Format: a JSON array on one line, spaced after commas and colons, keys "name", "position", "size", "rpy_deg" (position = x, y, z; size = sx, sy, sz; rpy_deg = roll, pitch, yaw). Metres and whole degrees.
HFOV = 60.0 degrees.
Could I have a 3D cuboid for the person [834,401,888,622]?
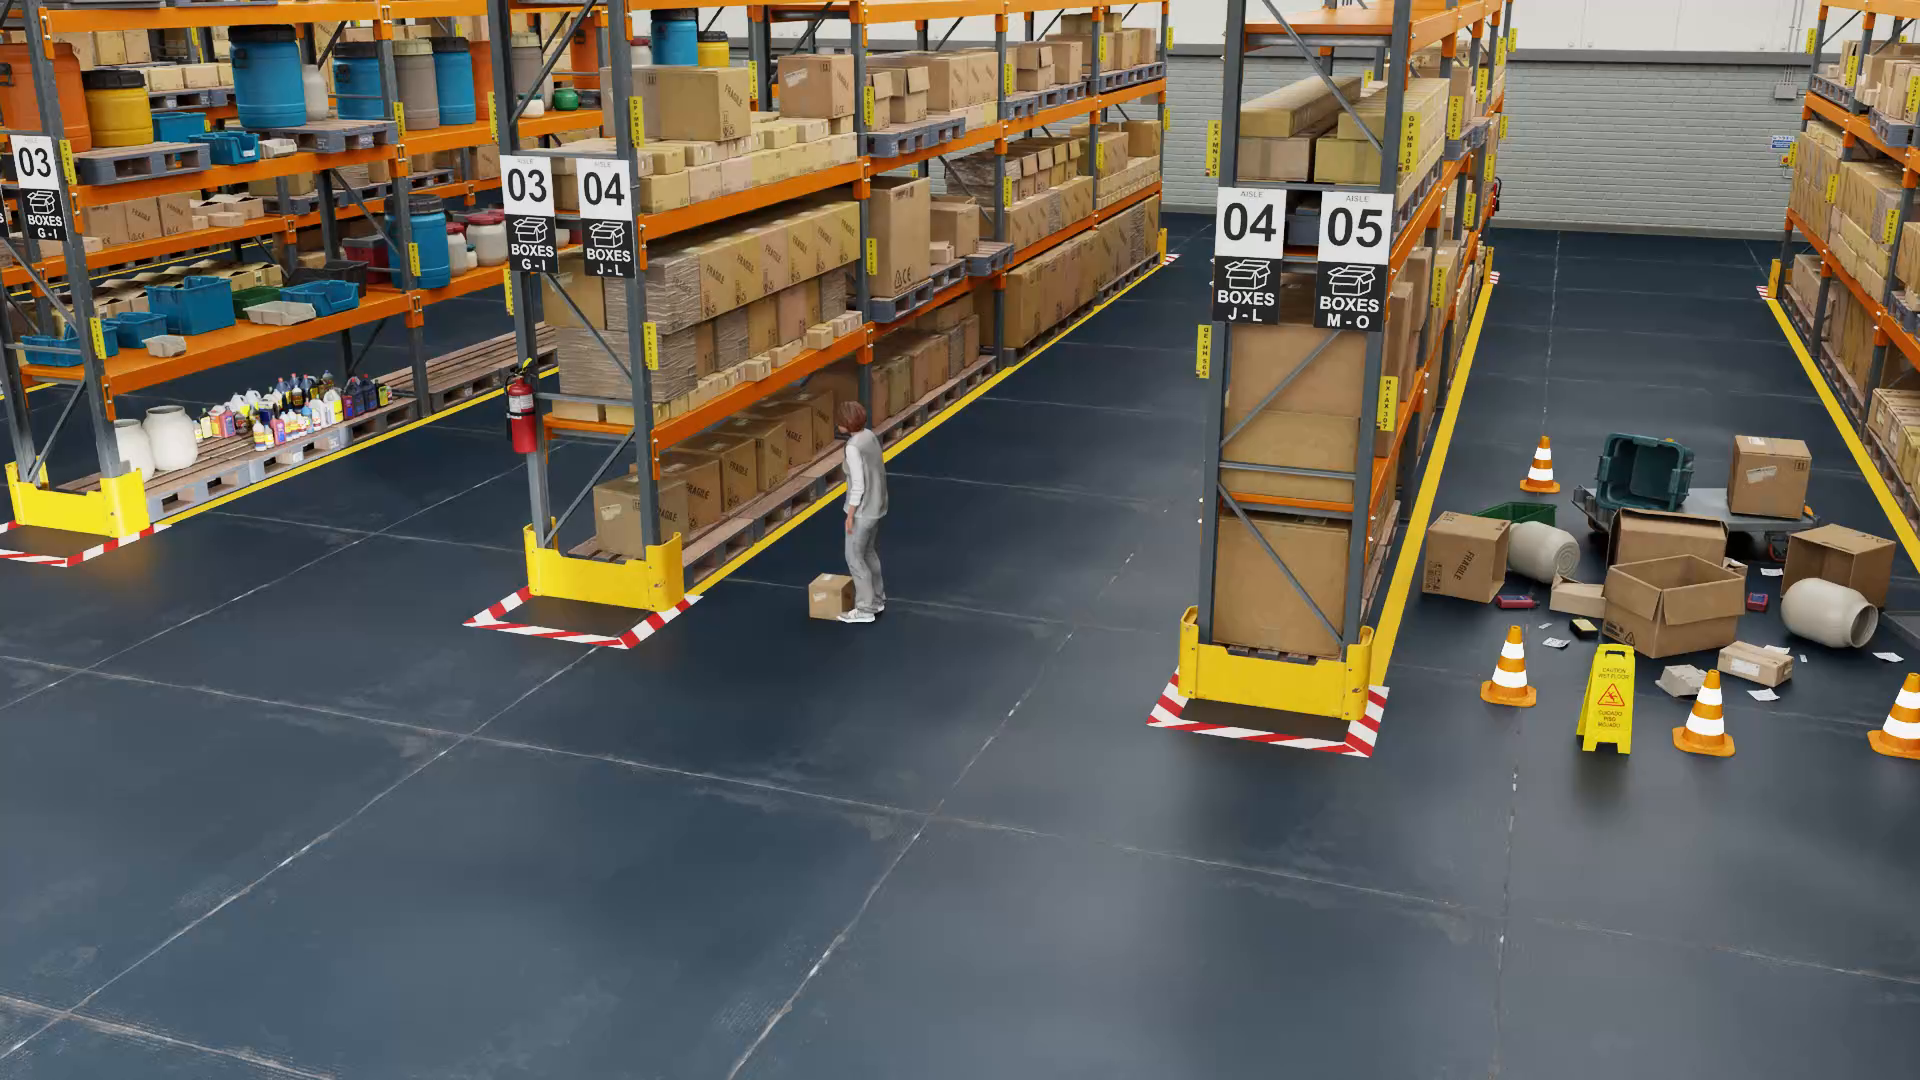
[{"name": "person", "position": [-0.686, -0.195, 11.670], "size": [0.347, 1.579, 0.480], "rpy_deg": [5, 20, 15]}]
